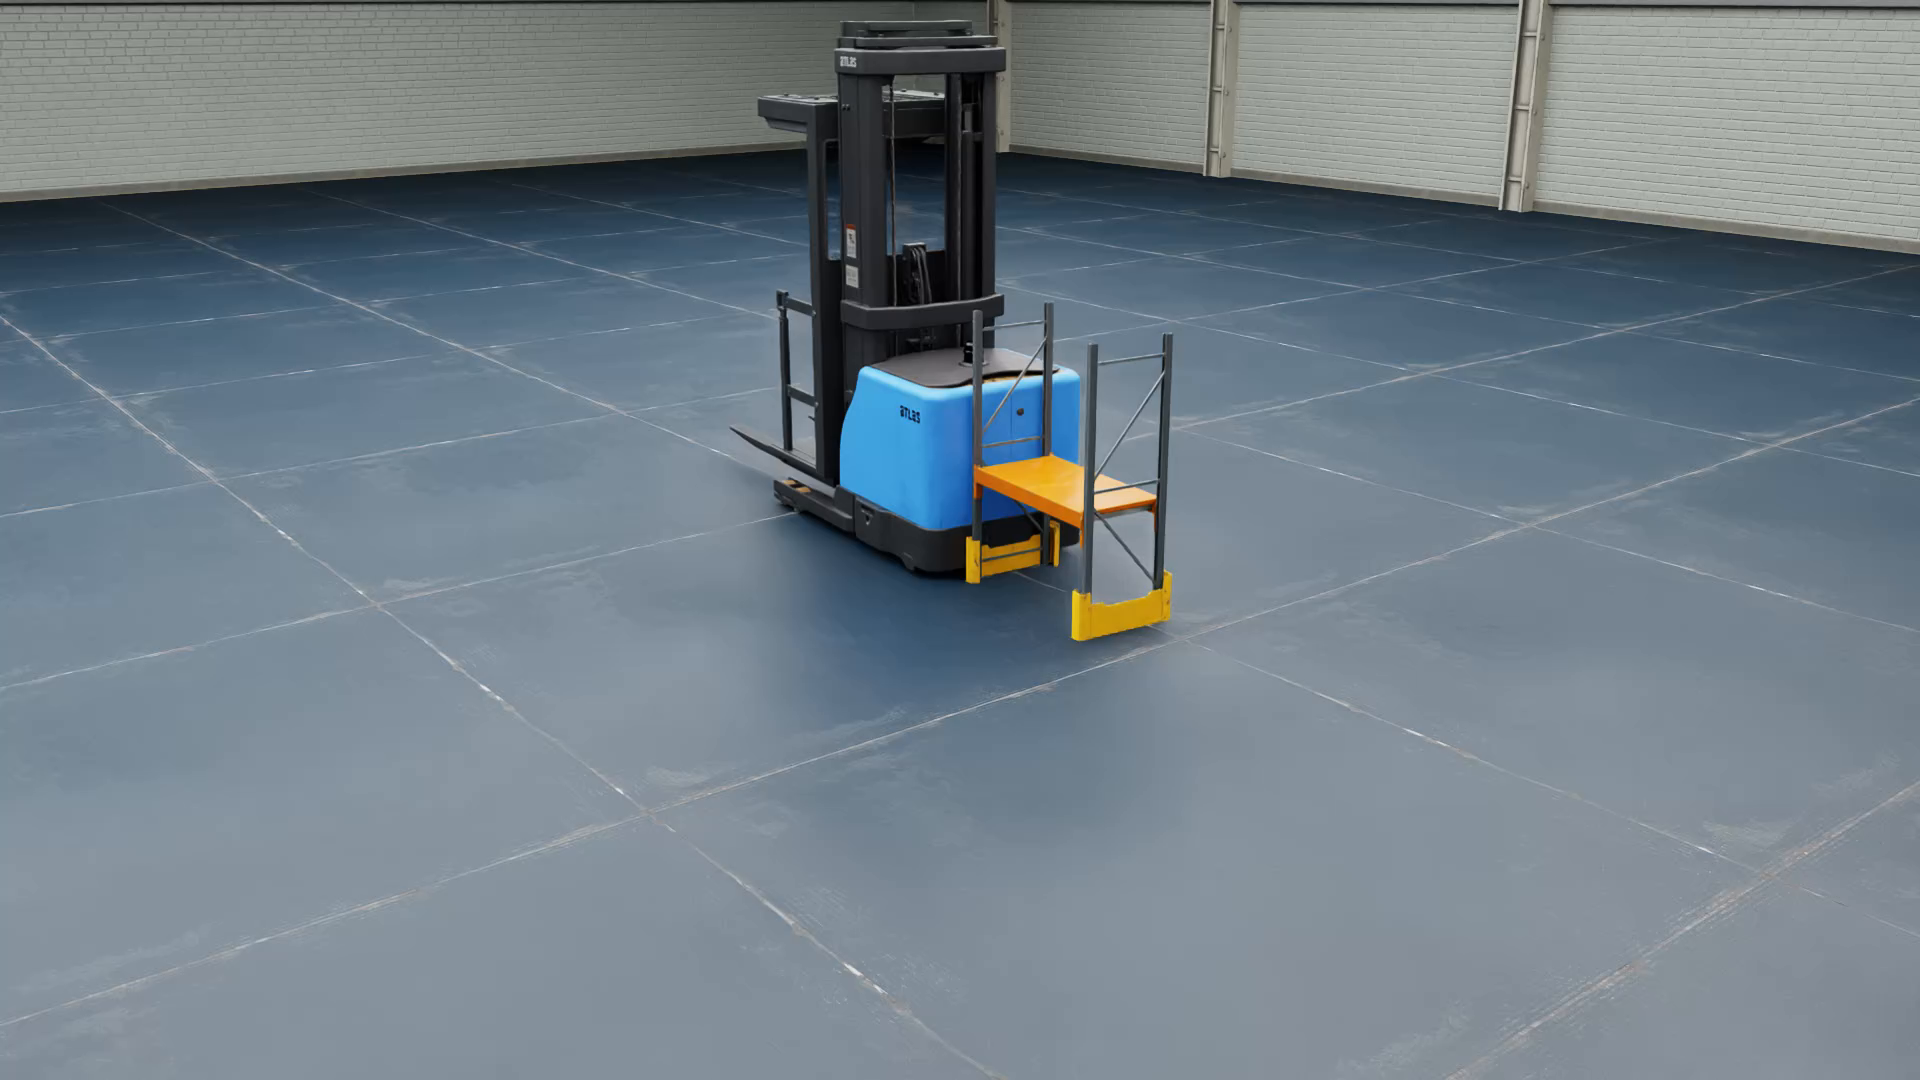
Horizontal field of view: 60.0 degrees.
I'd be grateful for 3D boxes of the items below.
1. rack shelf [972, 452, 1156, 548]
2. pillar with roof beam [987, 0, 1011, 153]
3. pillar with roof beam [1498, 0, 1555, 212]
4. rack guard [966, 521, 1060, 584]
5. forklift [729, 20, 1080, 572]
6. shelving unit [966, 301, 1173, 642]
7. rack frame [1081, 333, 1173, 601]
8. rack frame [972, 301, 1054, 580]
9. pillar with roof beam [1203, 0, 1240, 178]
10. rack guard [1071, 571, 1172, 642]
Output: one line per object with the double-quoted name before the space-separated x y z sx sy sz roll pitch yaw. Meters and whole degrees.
"rack shelf" 0.556 -0.225 8.727 0.538 0.185 1.000 -11 21 -30
"pillar with roof beam" -2.604 -11.267 29.573 9.100 9.000 0.400 -14 23 -36
"pillar with roof beam" 4.846 -8.310 20.643 9.100 9.000 0.400 -14 23 -36
"rack guard" 0.297 0.068 9.261 0.587 0.250 0.087 -11 21 -30
"forklift" -0.517 -1.625 10.108 1.130 2.935 3.031 -11 21 -30
"shelving unit" 0.561 -0.393 8.664 0.587 1.500 1.083 -11 21 -30
"rack frame" 0.825 -0.260 8.262 0.500 1.500 0.032 -11 21 -30
"rack frame" 0.286 -0.531 9.080 0.500 1.500 0.032 -11 21 -30
"pillar with roof beam" 1.121 -9.788 25.108 9.100 9.000 0.400 -14 23 -36
"rack guard" 0.825 0.333 8.459 0.587 0.250 0.087 -11 21 -30
